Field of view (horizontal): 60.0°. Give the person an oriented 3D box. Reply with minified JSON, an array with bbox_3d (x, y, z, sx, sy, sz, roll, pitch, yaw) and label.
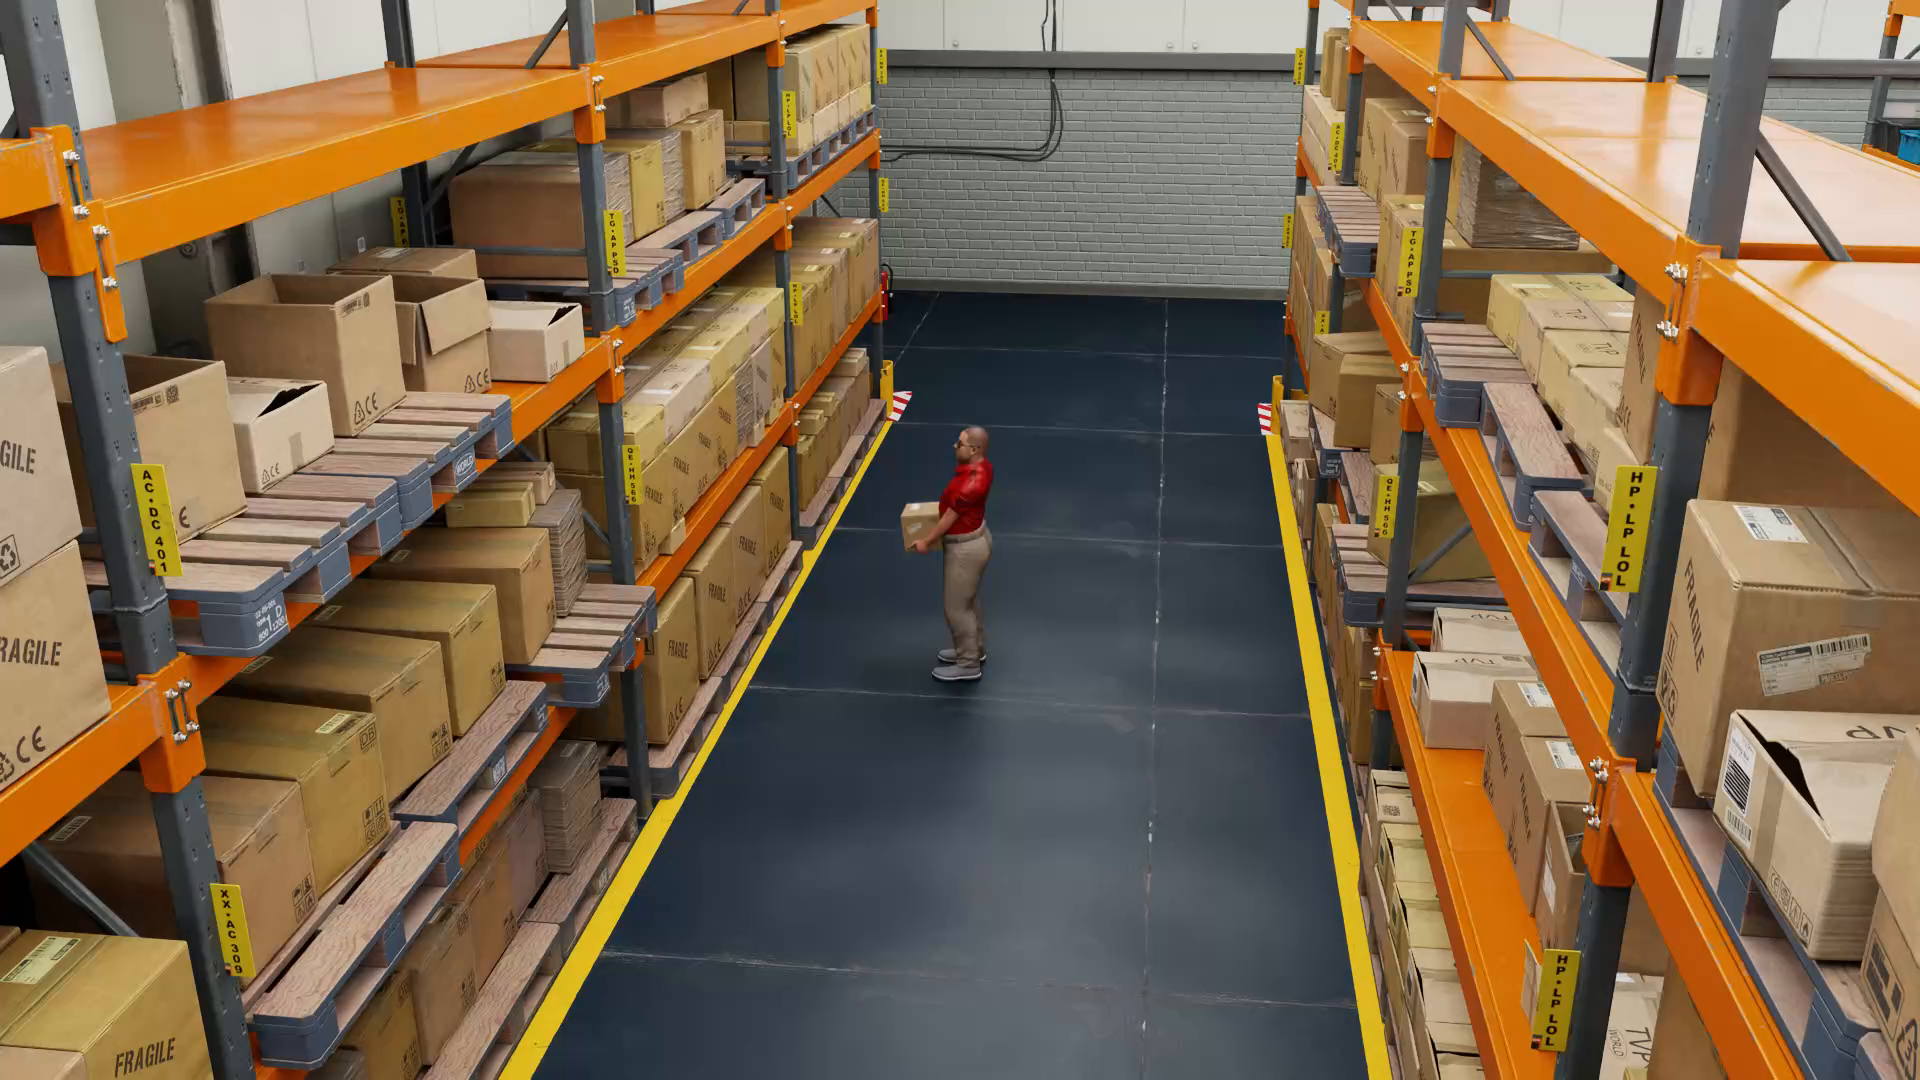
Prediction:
[{"bbox_3d":[-0.059,0.072,10.935,0.530,1.716,0.495,3,21,7],"label":"person"}]
